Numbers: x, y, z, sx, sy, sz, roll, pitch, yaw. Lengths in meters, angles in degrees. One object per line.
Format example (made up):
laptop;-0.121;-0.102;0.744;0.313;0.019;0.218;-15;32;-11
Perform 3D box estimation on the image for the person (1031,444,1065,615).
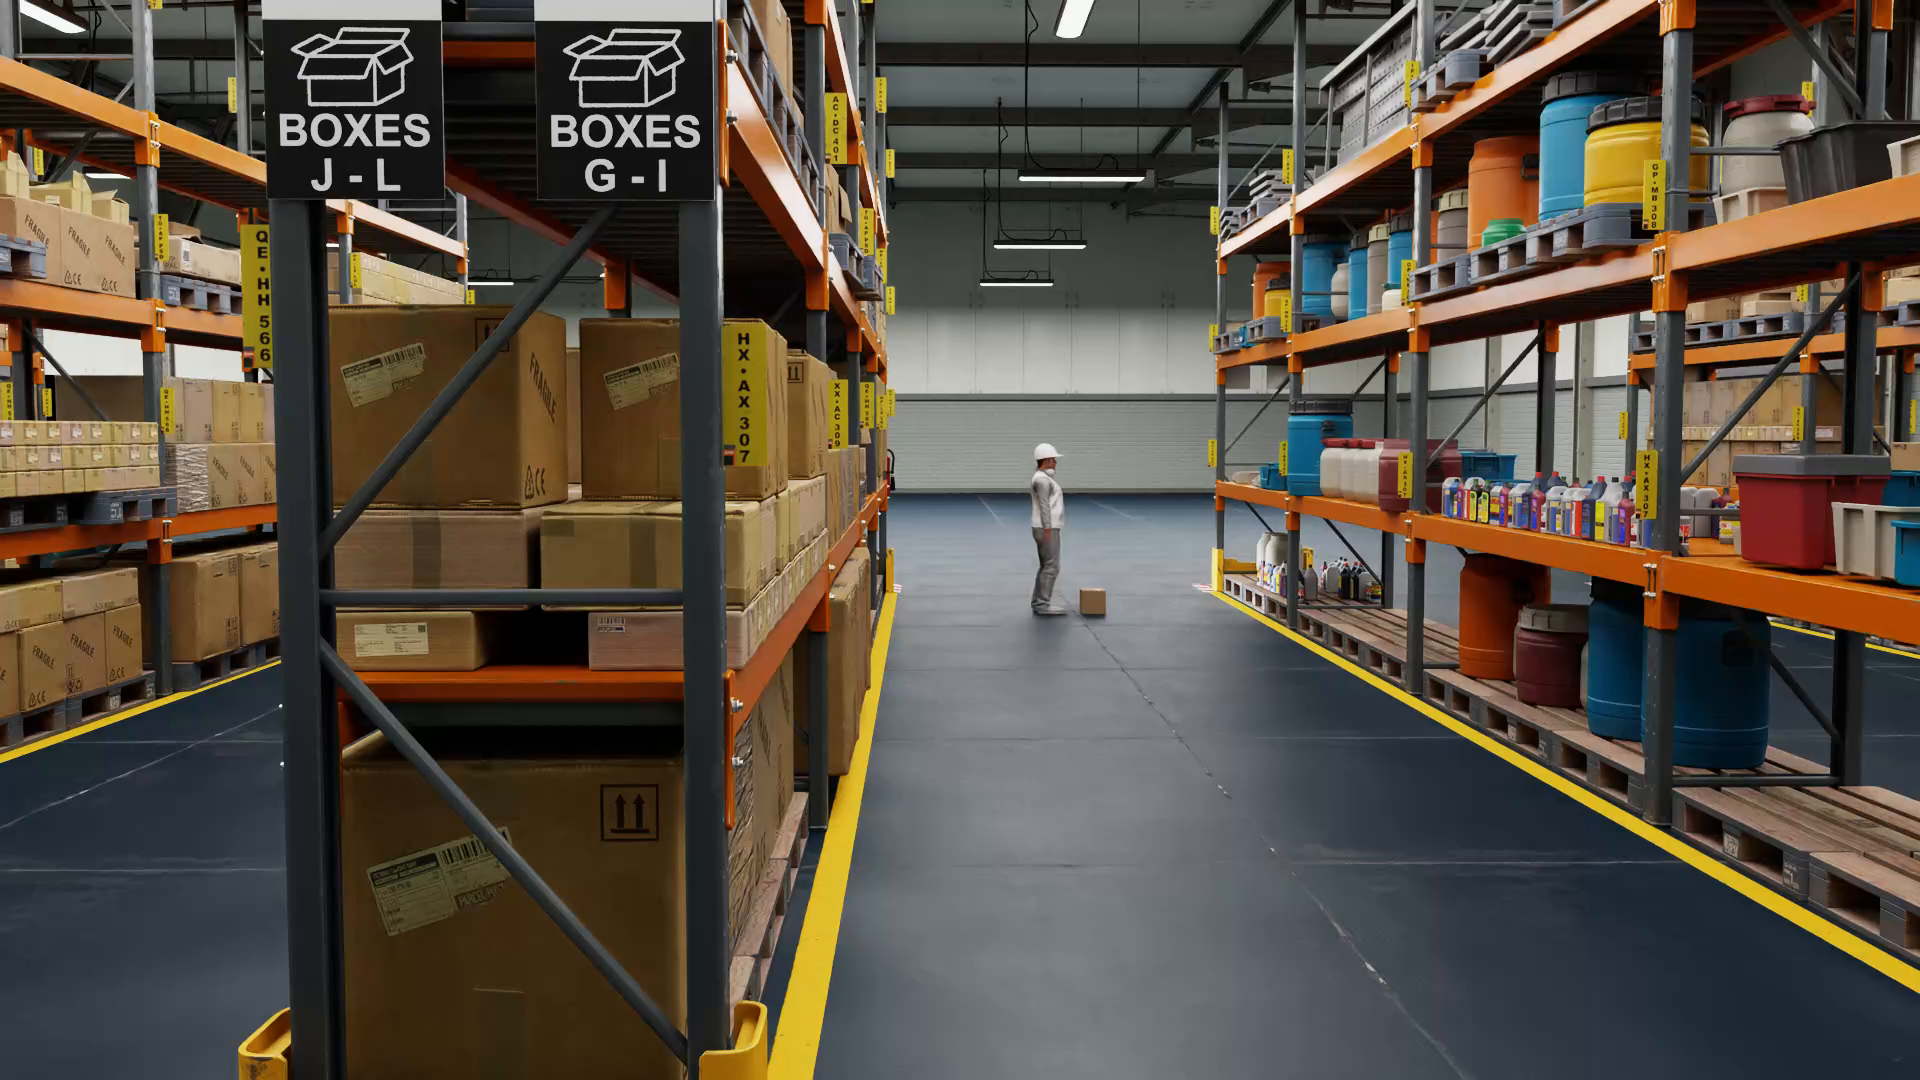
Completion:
person;0.913;-0.116;17.358;0.359;1.765;0.531;0;4;0
